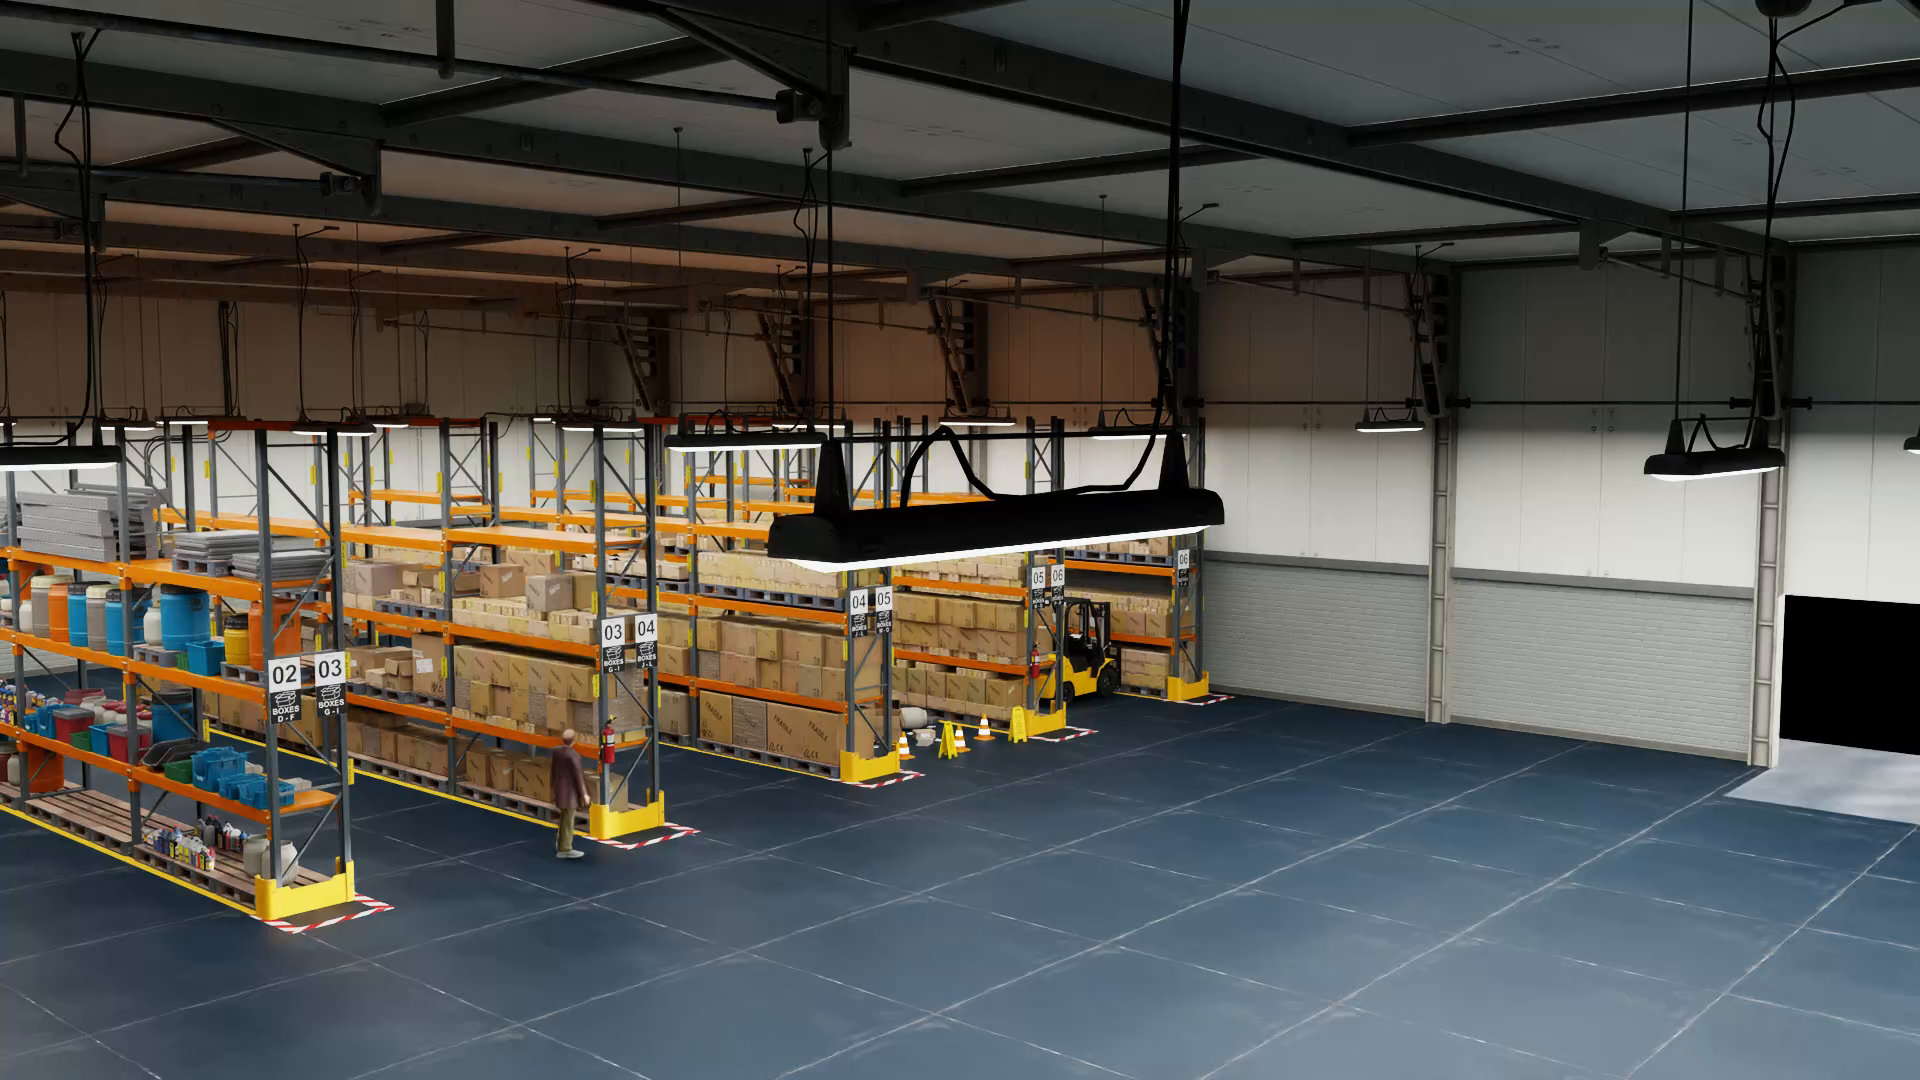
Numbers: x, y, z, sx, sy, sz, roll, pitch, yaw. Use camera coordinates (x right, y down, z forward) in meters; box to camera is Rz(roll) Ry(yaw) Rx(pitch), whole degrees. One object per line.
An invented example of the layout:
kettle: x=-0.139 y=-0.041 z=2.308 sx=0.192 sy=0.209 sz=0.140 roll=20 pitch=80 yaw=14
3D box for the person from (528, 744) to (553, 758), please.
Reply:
person: x=-7.165 y=3.075 z=28.546 sx=0.666 sy=1.758 sz=0.546 roll=2 pitch=5 yaw=20

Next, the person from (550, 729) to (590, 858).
person: x=-5.485 y=3.536 z=23.229 sx=0.479 sy=1.833 sz=0.696 roll=-3 pitch=6 yaw=-36
